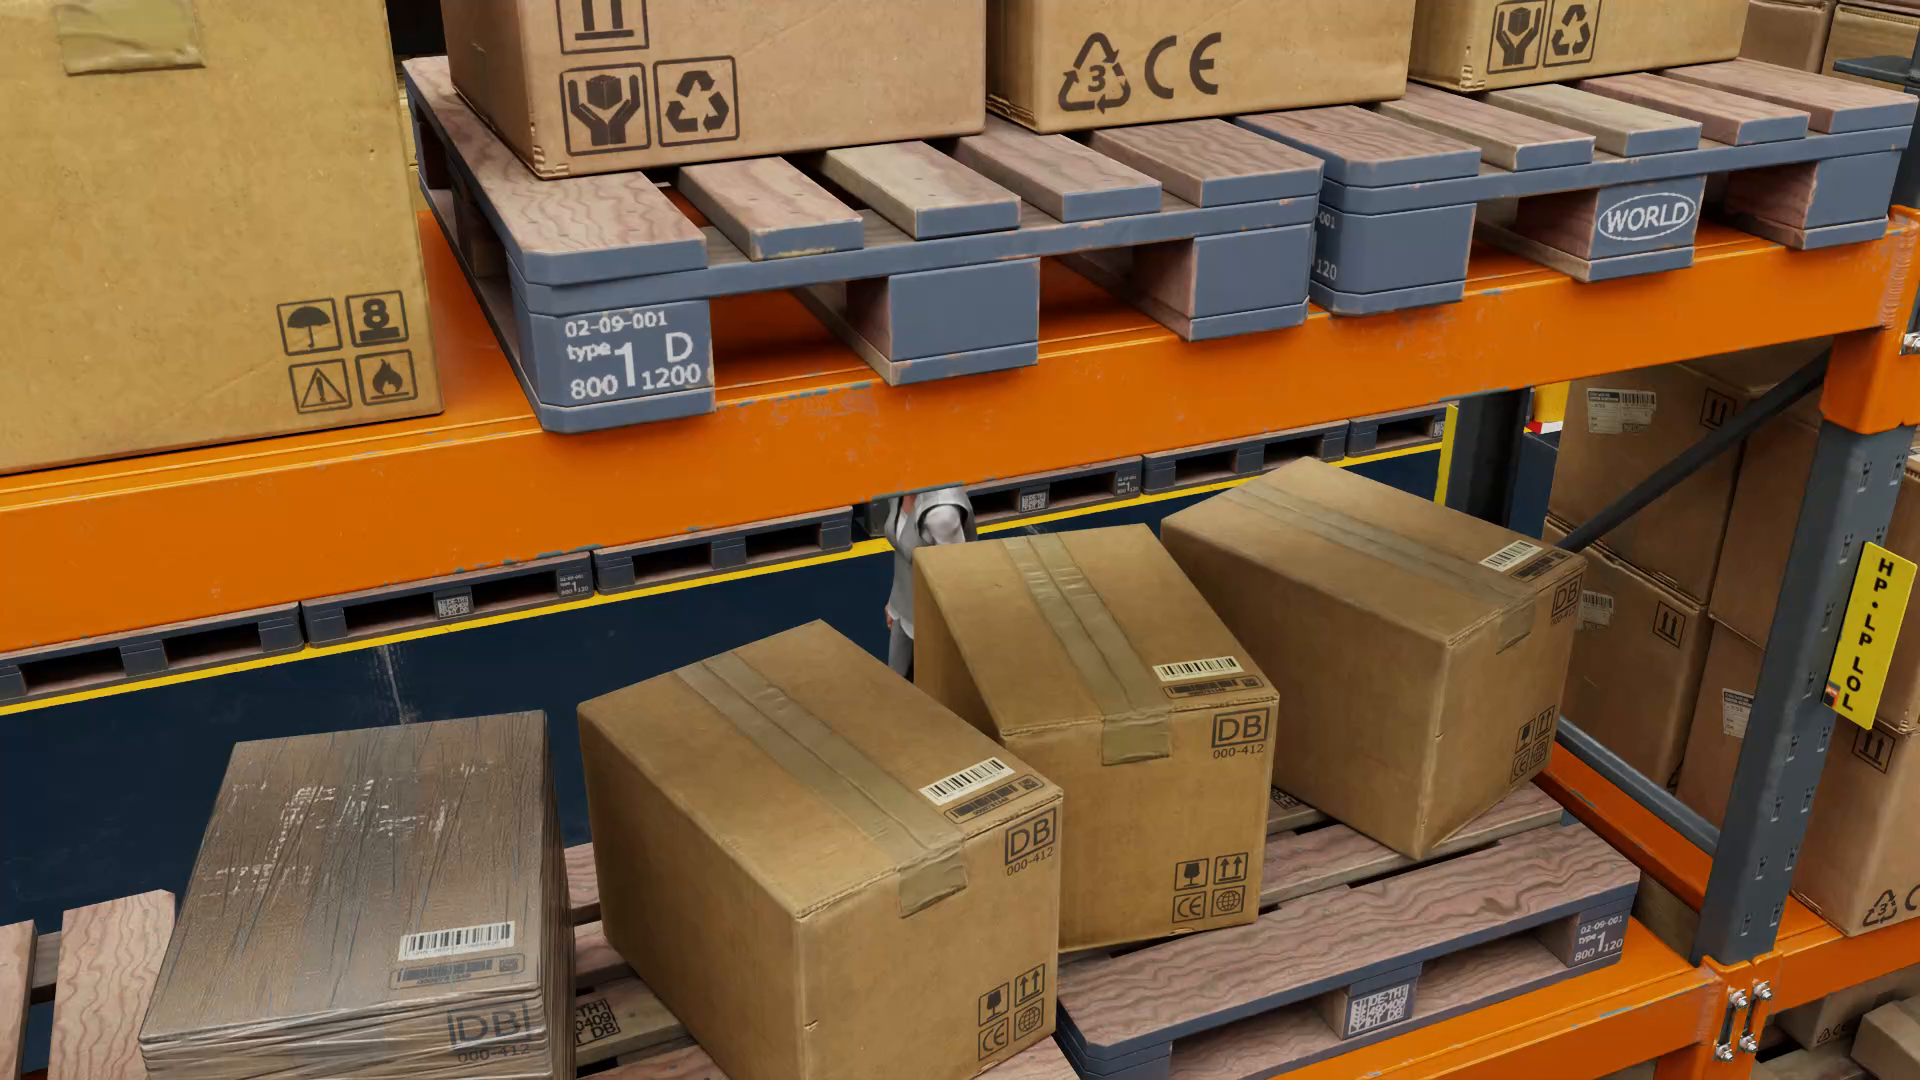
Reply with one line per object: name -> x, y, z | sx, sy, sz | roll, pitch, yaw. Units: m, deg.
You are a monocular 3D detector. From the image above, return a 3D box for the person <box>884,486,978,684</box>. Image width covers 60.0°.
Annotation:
person -> -0.113, 0.294, 5.531 | 0.348, 1.592, 0.476 | -12, 29, -23
